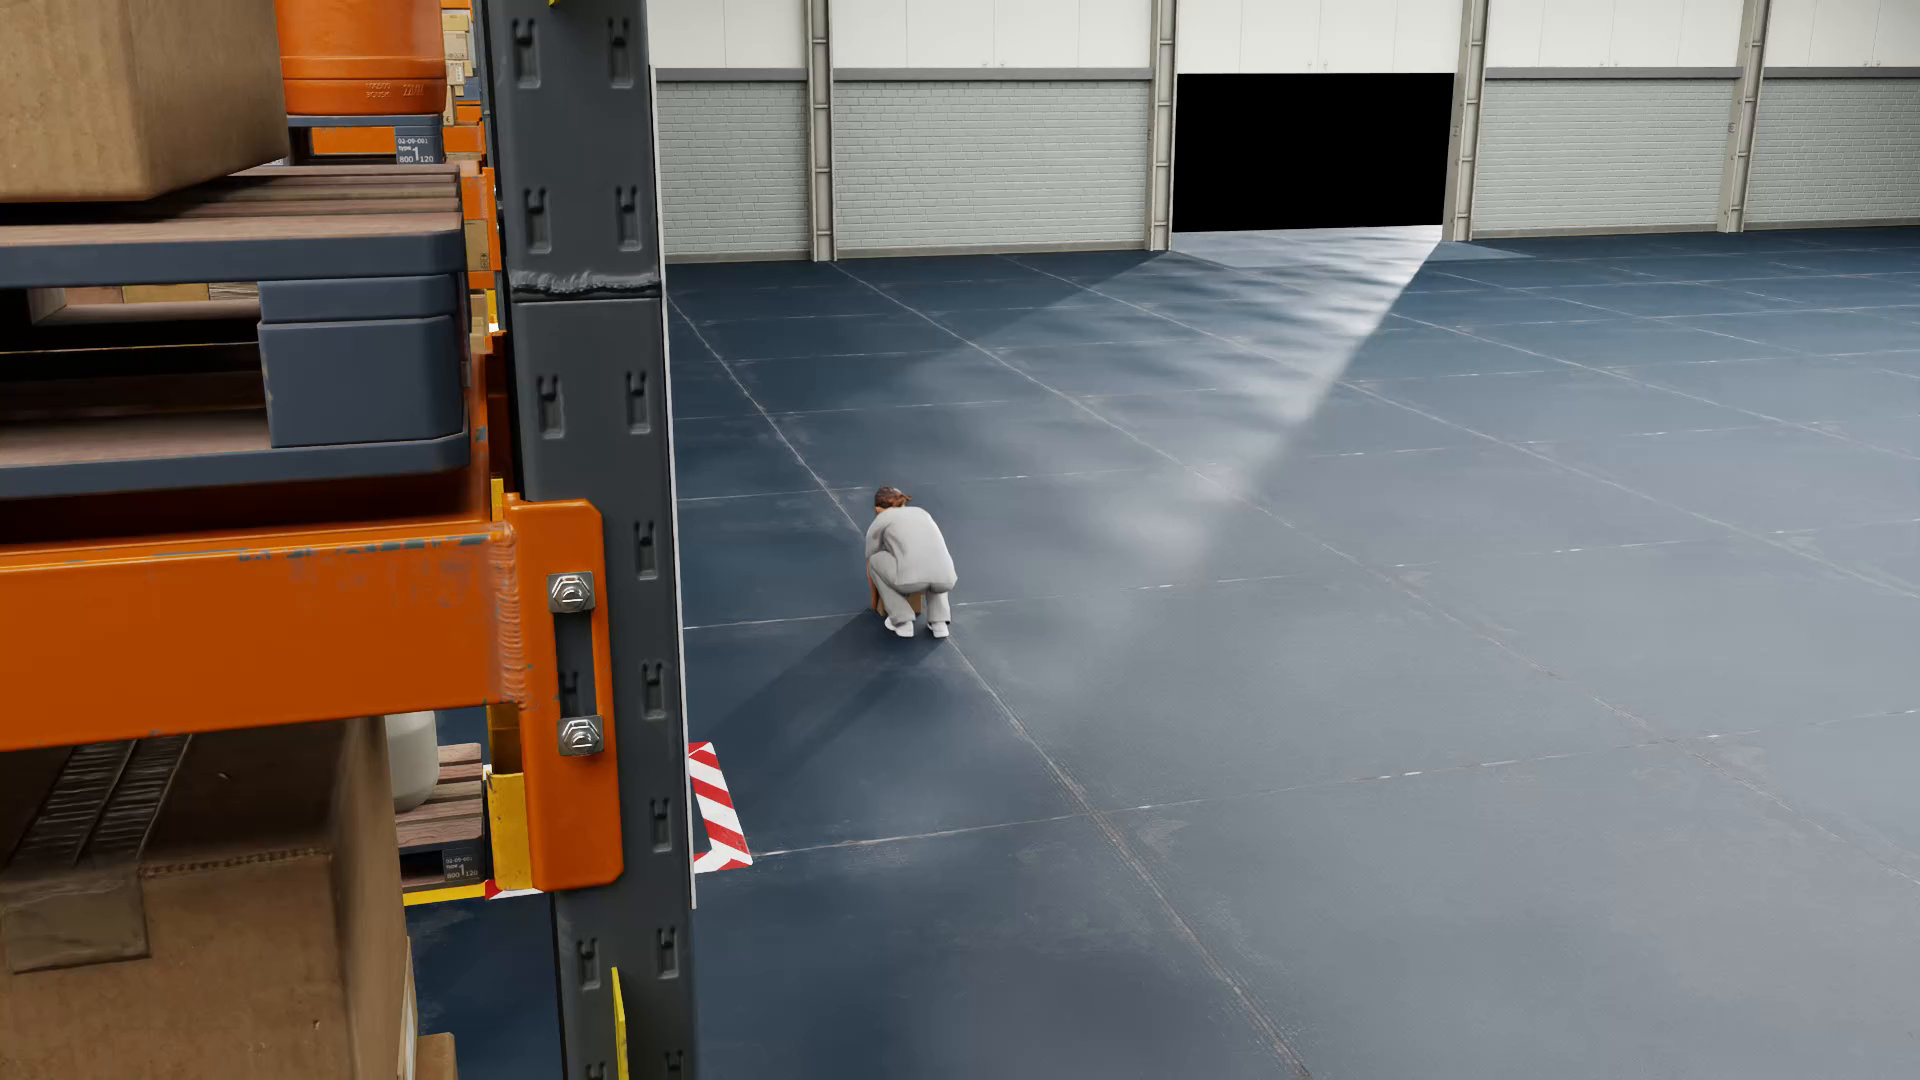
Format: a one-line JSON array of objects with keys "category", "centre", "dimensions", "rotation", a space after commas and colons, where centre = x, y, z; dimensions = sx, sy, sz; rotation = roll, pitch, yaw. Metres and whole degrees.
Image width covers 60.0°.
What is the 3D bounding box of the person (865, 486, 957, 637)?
[{"category": "person", "centre": [-0.291, 0.144, 9.721], "dimensions": [0.475, 0.811, 0.810], "rotation": [-5, 17, -15]}]
